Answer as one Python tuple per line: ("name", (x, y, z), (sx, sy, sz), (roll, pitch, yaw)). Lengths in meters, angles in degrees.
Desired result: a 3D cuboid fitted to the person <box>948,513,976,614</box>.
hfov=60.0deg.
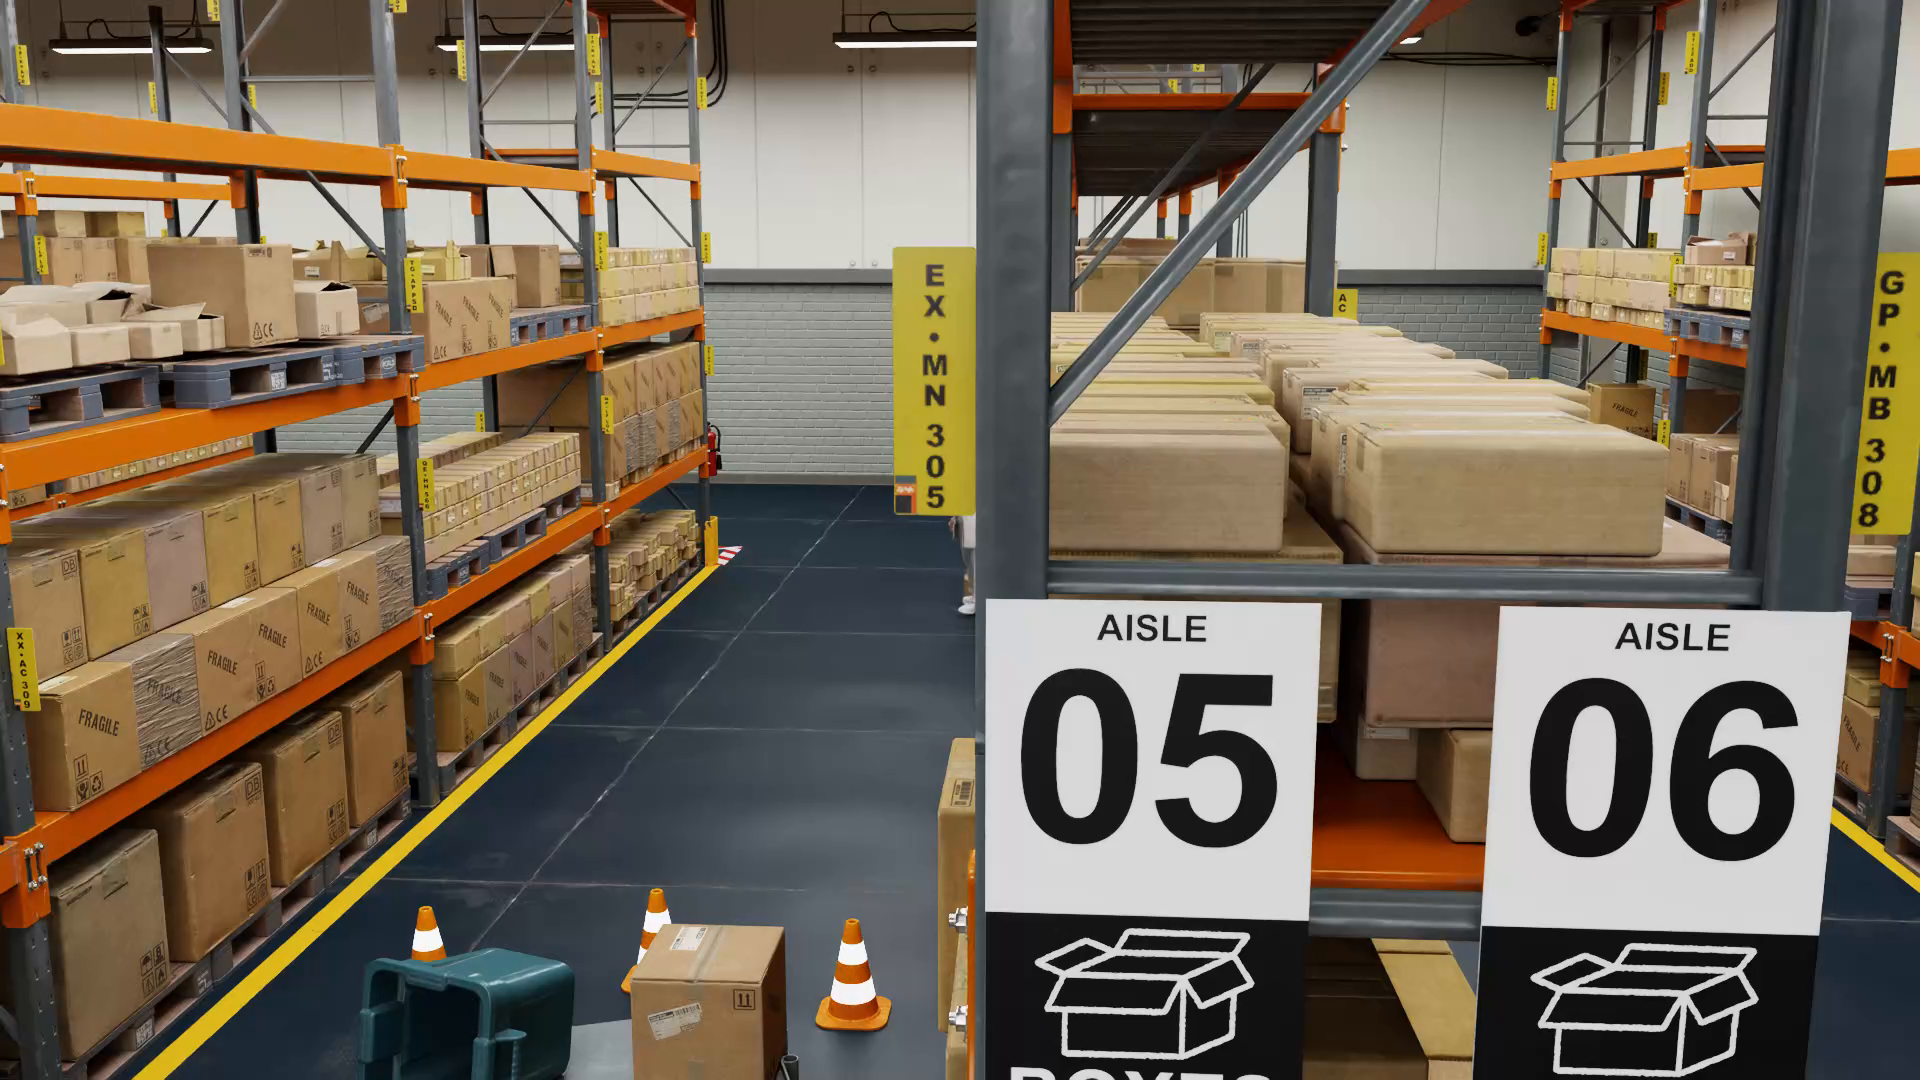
("person", (0.128, -0.196, 15.888), (0.440, 1.778, 0.703), (-5, 12, -26))
